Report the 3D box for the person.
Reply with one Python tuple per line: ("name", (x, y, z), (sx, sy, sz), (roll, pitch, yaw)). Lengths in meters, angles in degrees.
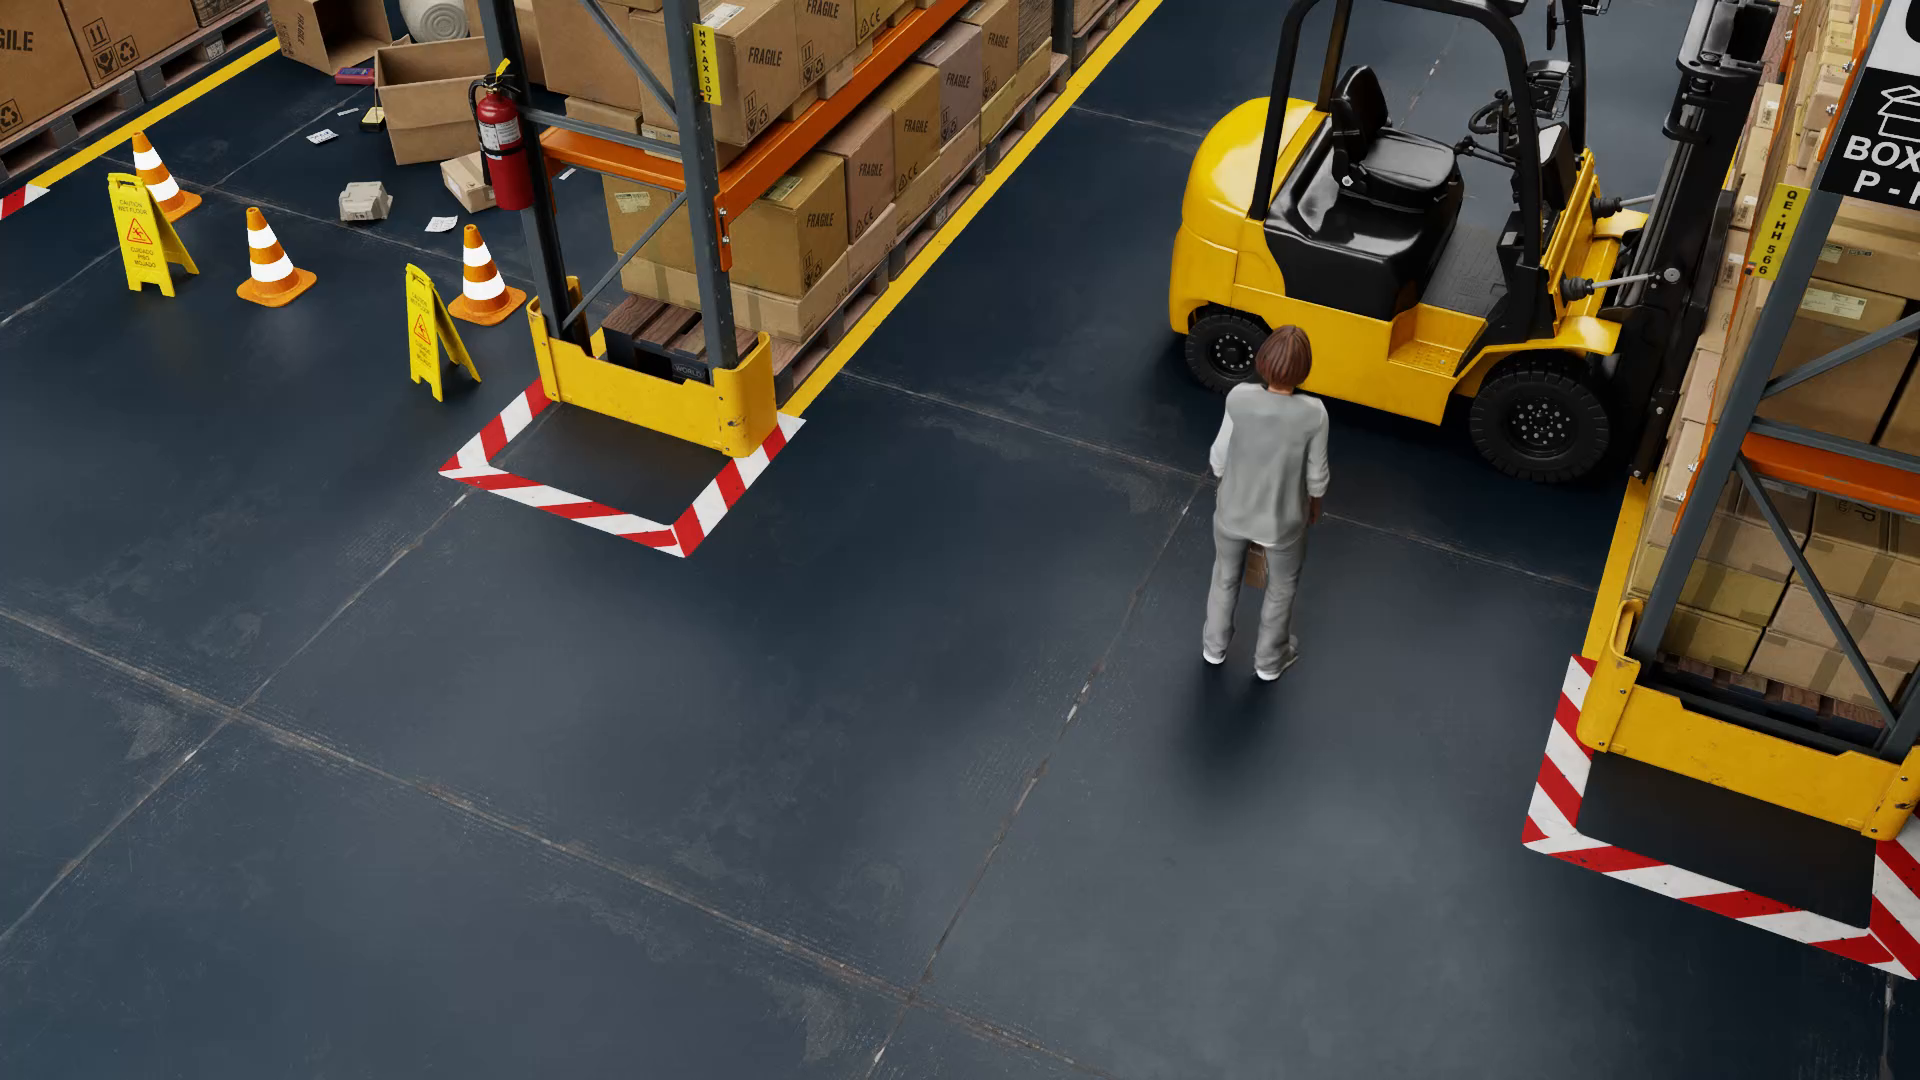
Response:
("person", (1.144, -0.110, 6.285), (0.453, 1.597, 0.342), (16, 45, 17))
